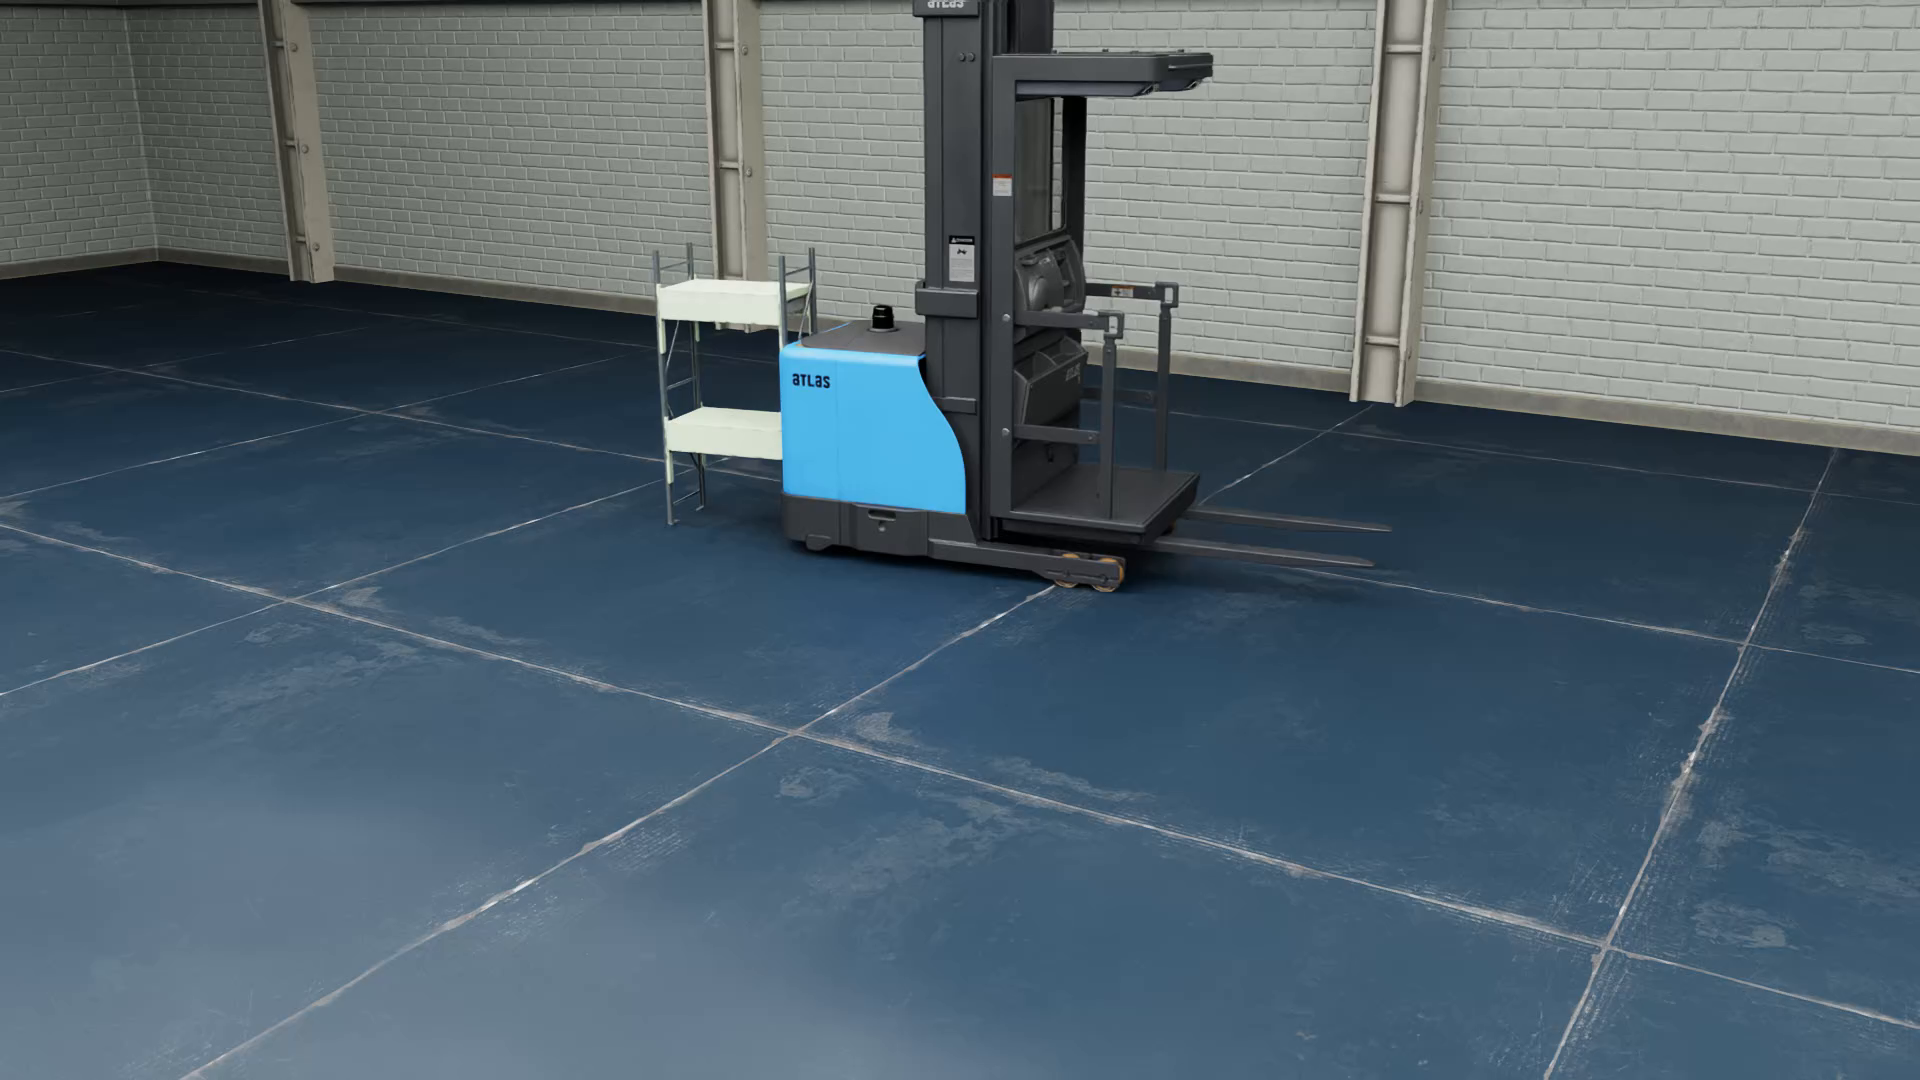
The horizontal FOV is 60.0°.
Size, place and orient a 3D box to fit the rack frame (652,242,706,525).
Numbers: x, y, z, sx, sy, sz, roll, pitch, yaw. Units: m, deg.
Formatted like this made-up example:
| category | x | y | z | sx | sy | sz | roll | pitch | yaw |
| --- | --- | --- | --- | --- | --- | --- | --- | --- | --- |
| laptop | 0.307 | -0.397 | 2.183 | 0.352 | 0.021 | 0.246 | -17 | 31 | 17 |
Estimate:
| category | x | y | z | sx | sy | sz | roll | pitch | yaw |
| --- | --- | --- | --- | --- | --- | --- | --- | --- | --- |
| rack frame | -1.533 | -0.854 | 9.113 | 0.023 | 1.500 | 0.400 | 6 | 18 | 19 |

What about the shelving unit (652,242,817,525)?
| category | x | y | z | sx | sy | sz | roll | pitch | yaw |
| --- | --- | --- | --- | --- | --- | --- | --- | --- | --- |
| shelving unit | -1.189 | -0.821 | 8.993 | 0.755 | 1.500 | 0.431 | 6 | 18 | 19 |

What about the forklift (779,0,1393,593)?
| category | x | y | z | sx | sy | sz | roll | pitch | yaw |
| --- | --- | --- | --- | --- | --- | --- | --- | --- | --- |
| forklift | 0.635 | -1.322 | 8.192 | 3.031 | 2.935 | 1.130 | 7 | 18 | 21 |

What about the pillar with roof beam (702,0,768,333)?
| category | x | y | z | sx | sy | sz | roll | pitch | yaw |
| --- | --- | --- | --- | --- | --- | --- | --- | --- | --- |
| pillar with roof beam | -4.250 | -5.184 | 10.466 | 0.400 | 9.000 | 9.100 | 10 | 20 | 30 |

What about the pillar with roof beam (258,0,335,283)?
| category | x | y | z | sx | sy | sz | roll | pitch | yaw |
| --- | --- | --- | --- | --- | --- | --- | --- | --- | --- |
| pillar with roof beam | -9.363 | -6.097 | 13.471 | 0.400 | 9.000 | 9.100 | 10 | 20 | 30 |

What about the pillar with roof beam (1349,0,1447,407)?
| category | x | y | z | sx | sy | sz | roll | pitch | yaw |
| --- | --- | --- | --- | --- | --- | --- | --- | --- | --- |
| pillar with roof beam | 0.863 | -4.272 | 7.462 | 0.400 | 9.000 | 9.100 | 10 | 20 | 30 |

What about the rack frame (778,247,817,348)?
| category | x | y | z | sx | sy | sz | roll | pitch | yaw |
| --- | --- | --- | --- | --- | --- | --- | --- | --- | --- |
| rack frame | -0.845 | -0.787 | 8.873 | 0.023 | 1.500 | 0.400 | 6 | 18 | 19 |

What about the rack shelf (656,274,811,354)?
| category | x | y | z | sx | sy | sz | roll | pitch | yaw |
| --- | --- | --- | --- | --- | --- | --- | --- | --- | --- |
| rack shelf | -1.191 | -1.194 | 8.881 | 0.720 | 0.370 | 0.431 | 6 | 18 | 19 |

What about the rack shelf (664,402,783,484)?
| category | x | y | z | sx | sy | sz | roll | pitch | yaw |
| --- | --- | --- | --- | --- | --- | --- | --- | --- | --- |
| rack shelf | -1.187 | -0.508 | 9.087 | 0.720 | 0.370 | 0.431 | 6 | 18 | 19 |
